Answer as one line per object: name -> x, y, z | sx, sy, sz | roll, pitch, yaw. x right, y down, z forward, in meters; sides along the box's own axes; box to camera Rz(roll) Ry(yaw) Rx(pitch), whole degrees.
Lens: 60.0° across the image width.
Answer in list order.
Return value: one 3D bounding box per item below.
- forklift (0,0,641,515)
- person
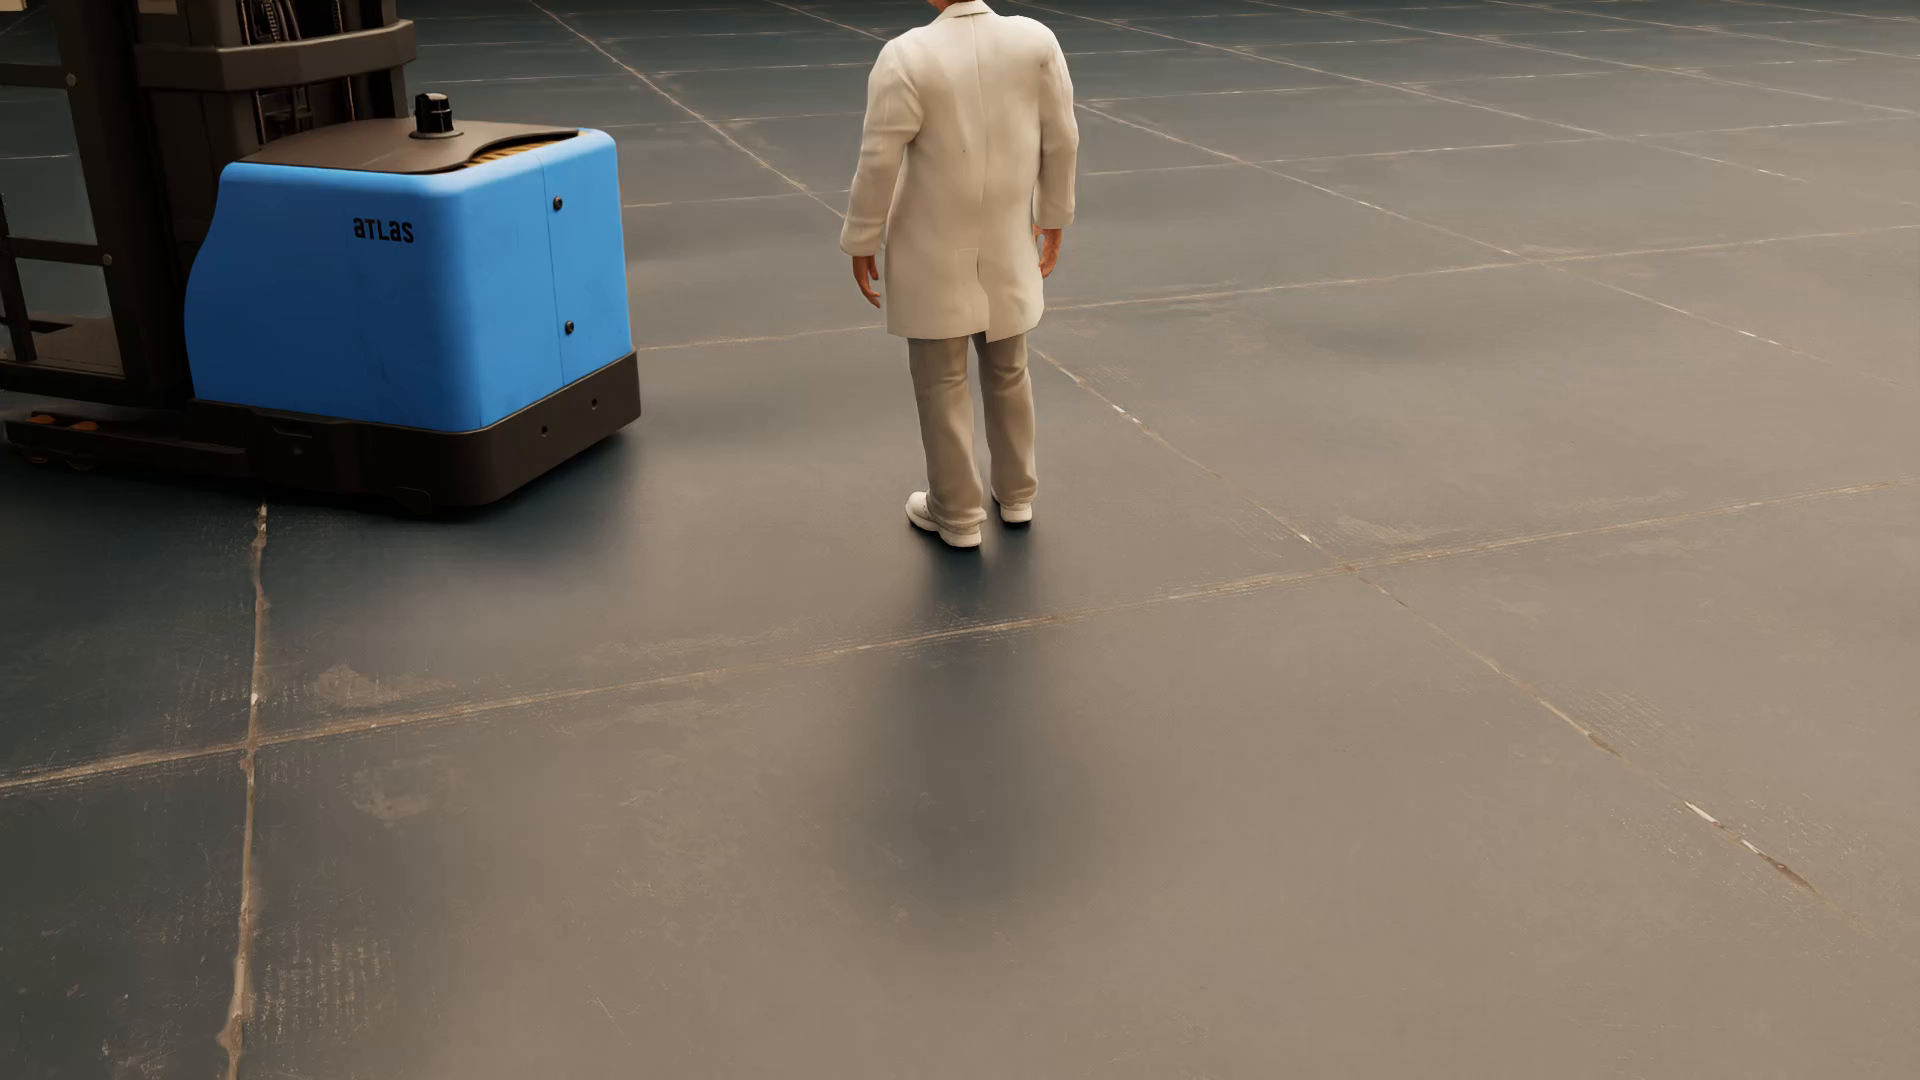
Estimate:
forklift -> -2.715, -1.767, 5.501 | 3.031, 2.935, 1.130 | 8, 24, 18
person -> -0.028, -0.860, 4.813 | 0.698, 1.779, 0.577 | -8, 24, -18
